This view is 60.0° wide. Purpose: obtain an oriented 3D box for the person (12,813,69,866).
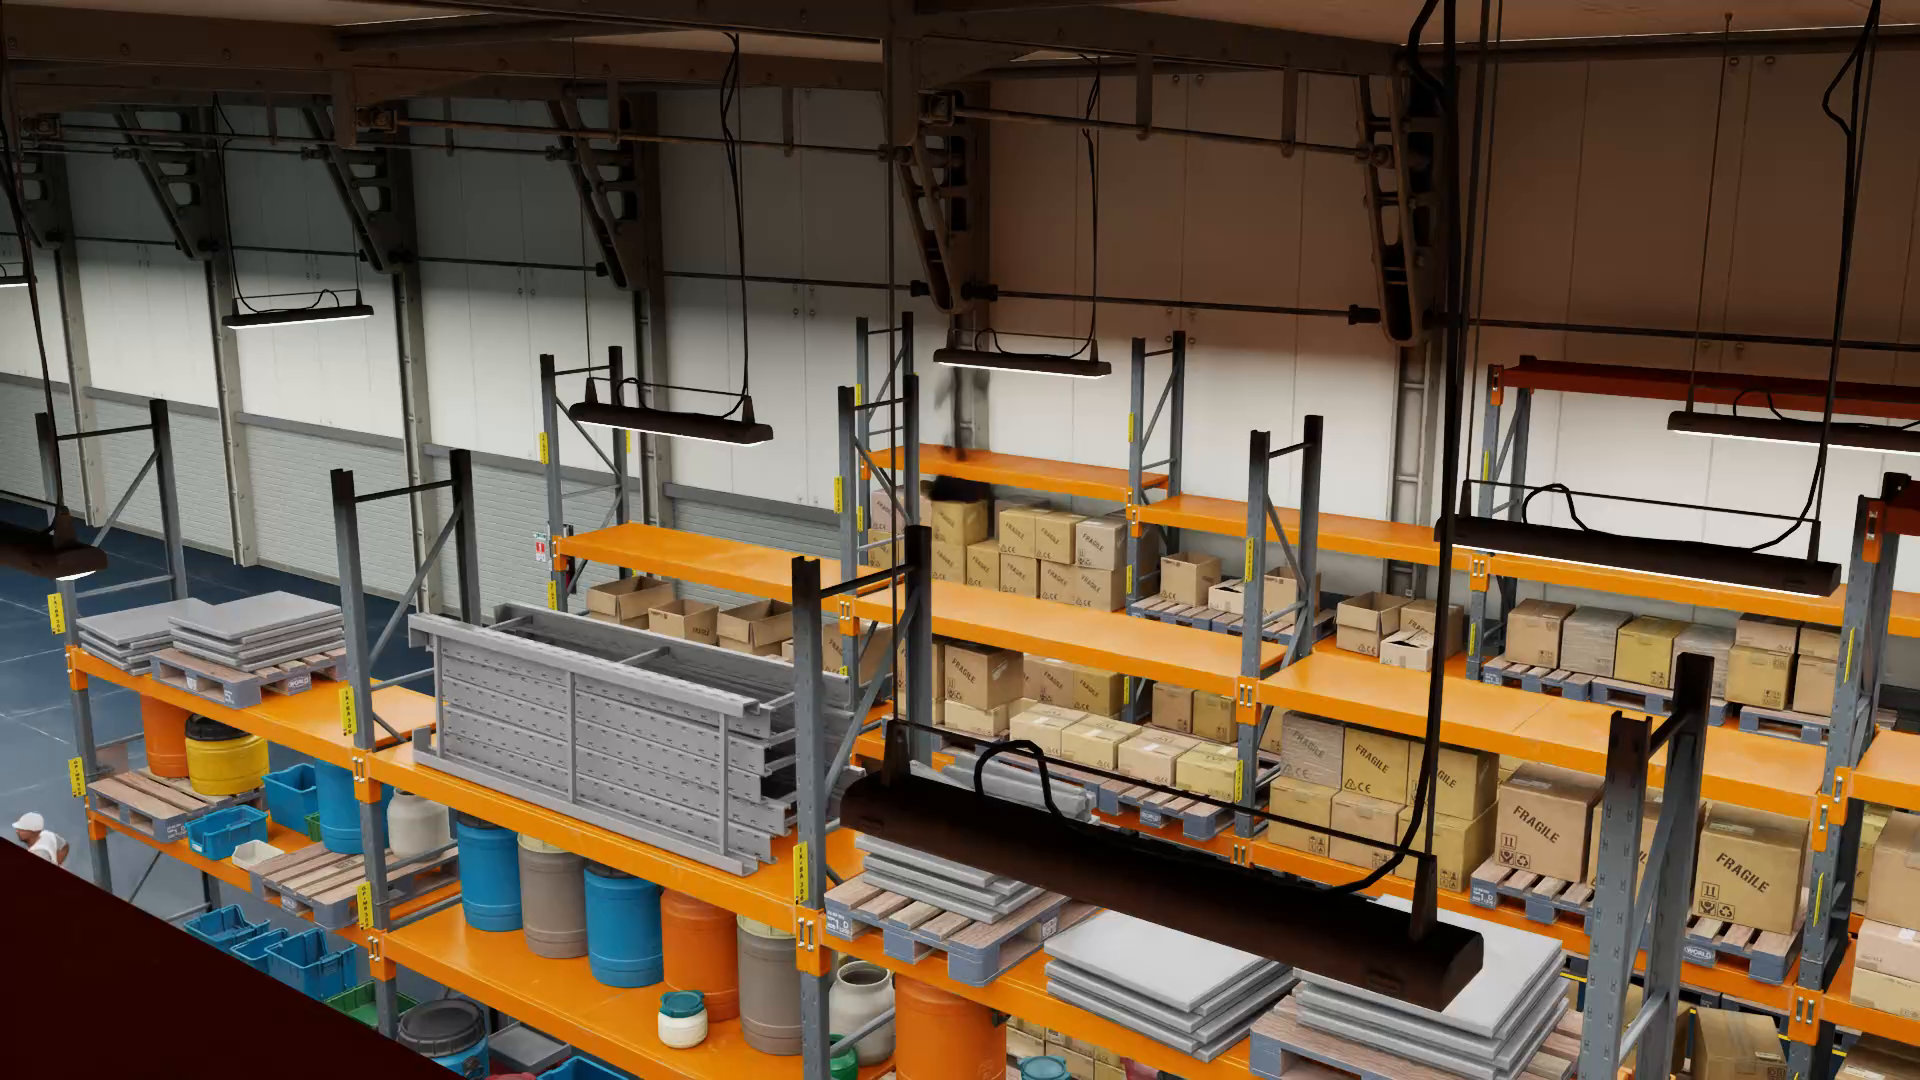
[{"bbox_3d":[-8.890,3.497,16.201,0.865,1.802,0.685,-7,15,-28],"label":"person"}]
